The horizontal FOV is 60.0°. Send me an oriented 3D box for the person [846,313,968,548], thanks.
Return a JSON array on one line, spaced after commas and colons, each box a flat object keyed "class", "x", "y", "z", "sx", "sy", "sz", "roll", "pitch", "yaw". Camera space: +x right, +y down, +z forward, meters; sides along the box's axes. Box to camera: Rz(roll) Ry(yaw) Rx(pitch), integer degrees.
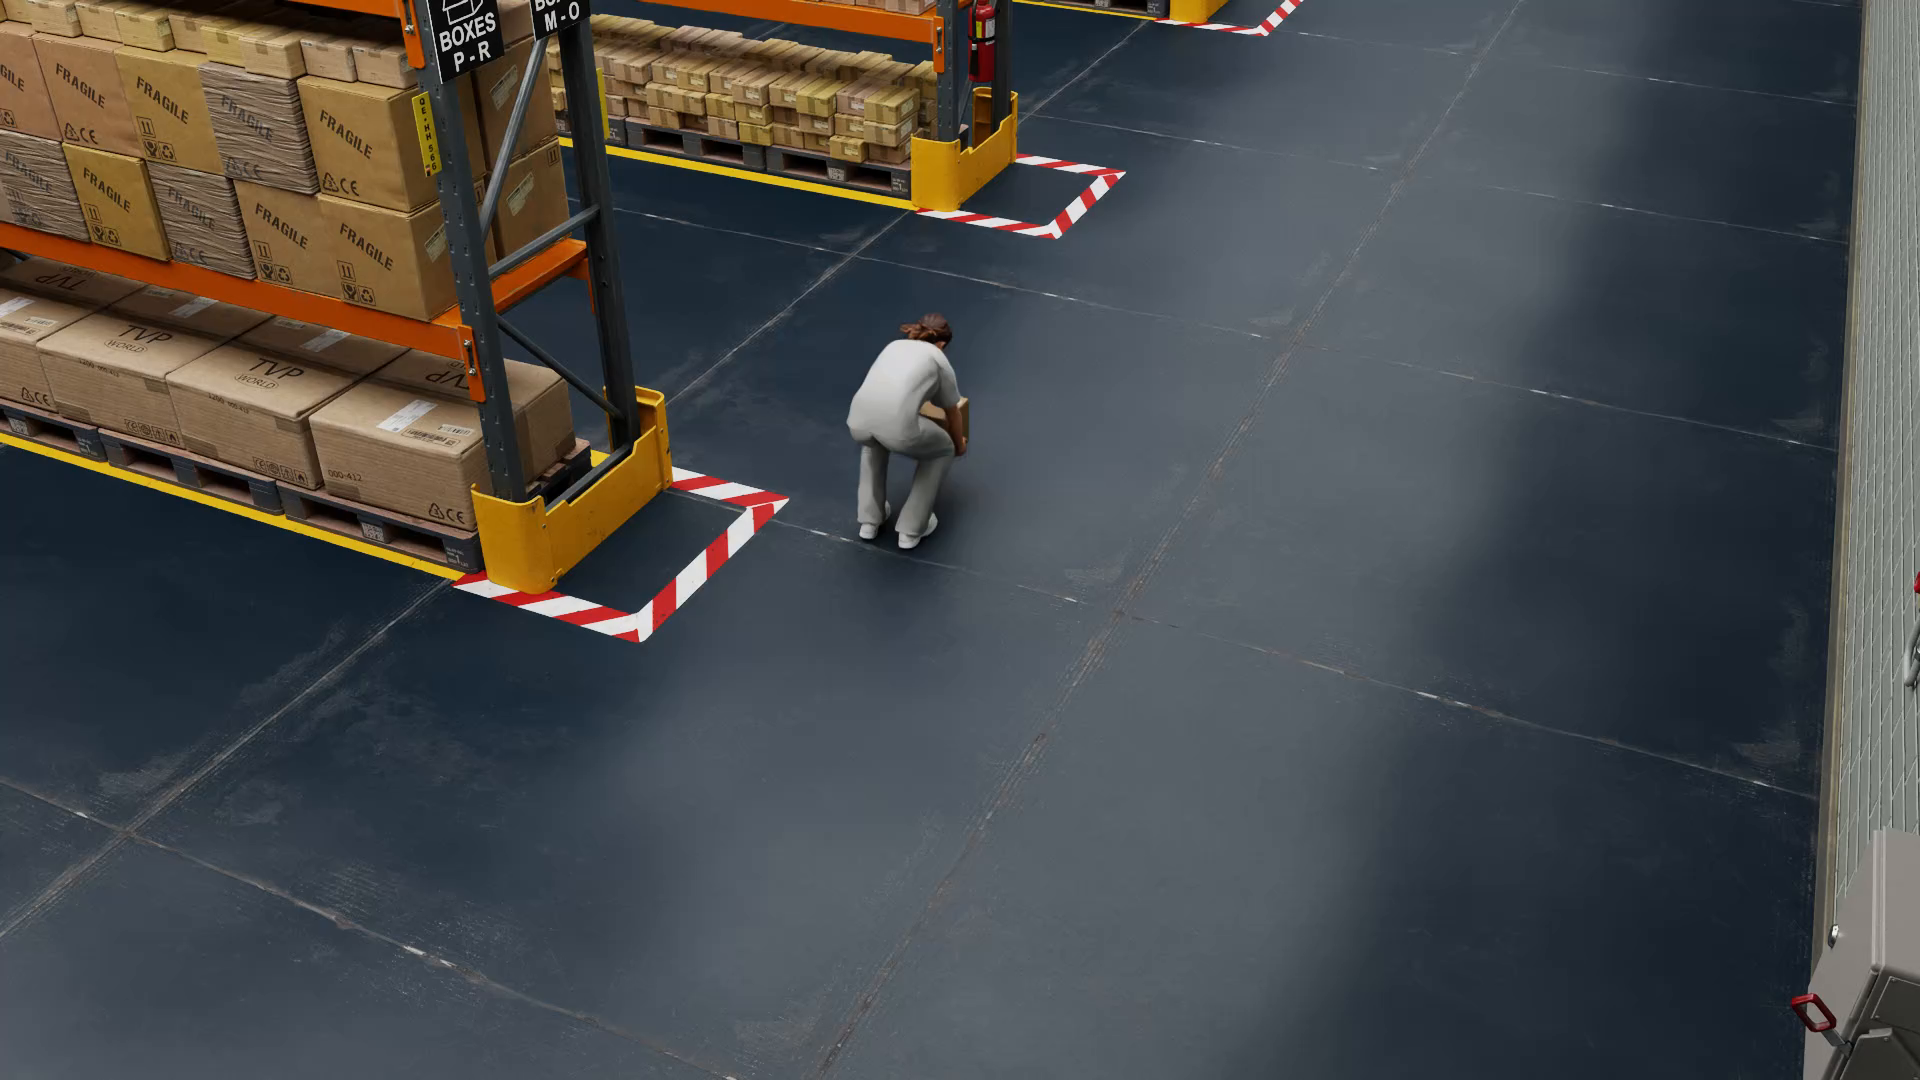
[{"class": "person", "x": -0.251, "y": -0.541, "z": 8.116, "sx": 0.475, "sy": 0.985, "sz": 0.866, "roll": 13, "pitch": 36, "yaw": 18}]
